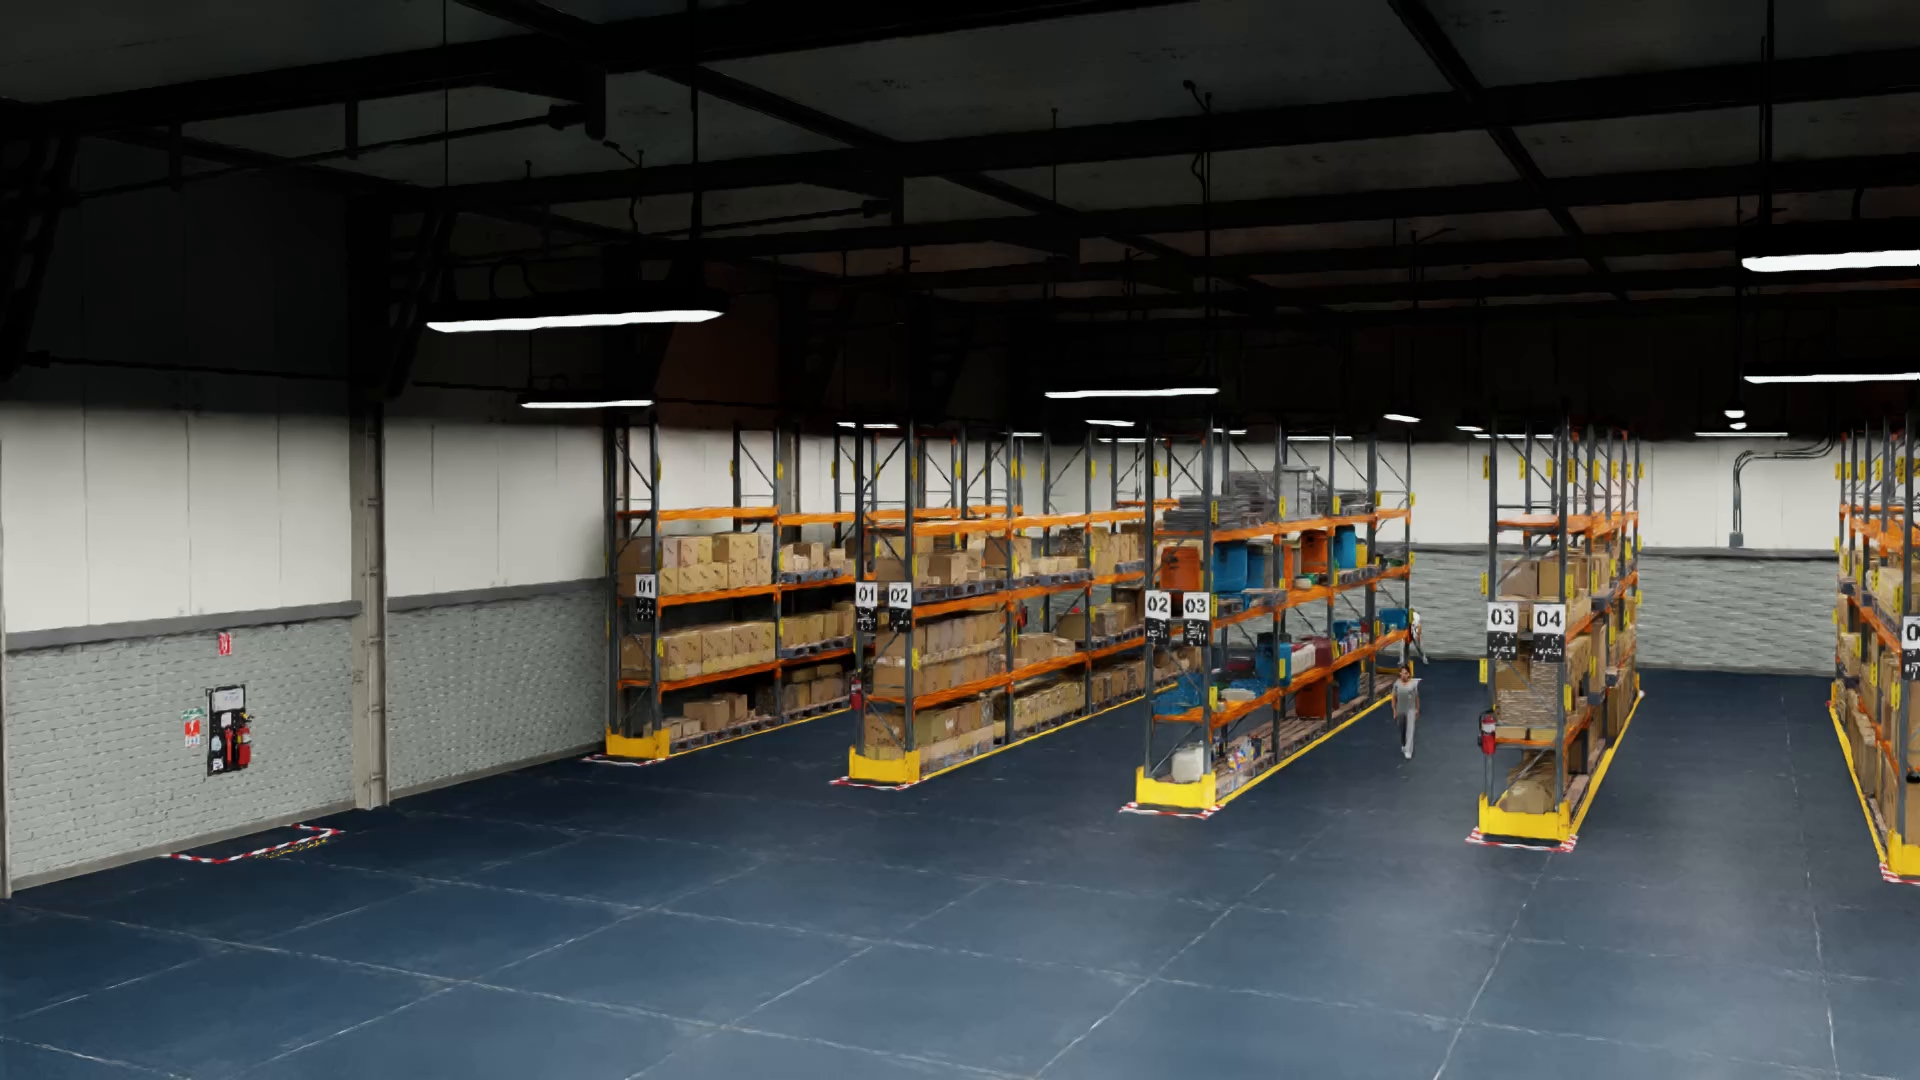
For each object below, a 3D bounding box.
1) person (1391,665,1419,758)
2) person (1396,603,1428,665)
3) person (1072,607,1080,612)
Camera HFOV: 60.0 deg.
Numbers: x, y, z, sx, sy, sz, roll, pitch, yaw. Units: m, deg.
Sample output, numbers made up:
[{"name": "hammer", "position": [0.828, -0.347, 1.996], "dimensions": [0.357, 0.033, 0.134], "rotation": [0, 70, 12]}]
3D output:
[{"name": "person", "position": [7.746, 2.963, 28.982], "dimensions": [0.449, 1.585, 1.097], "rotation": [1, 3, 24]}, {"name": "person", "position": [11.614, 2.409, 42.592], "dimensions": [0.938, 1.598, 0.534], "rotation": [-2, 3, -44]}, {"name": "person", "position": [2.672, 2.454, 38.964], "dimensions": [0.606, 1.786, 0.494], "rotation": [-2, 3, -35]}]
